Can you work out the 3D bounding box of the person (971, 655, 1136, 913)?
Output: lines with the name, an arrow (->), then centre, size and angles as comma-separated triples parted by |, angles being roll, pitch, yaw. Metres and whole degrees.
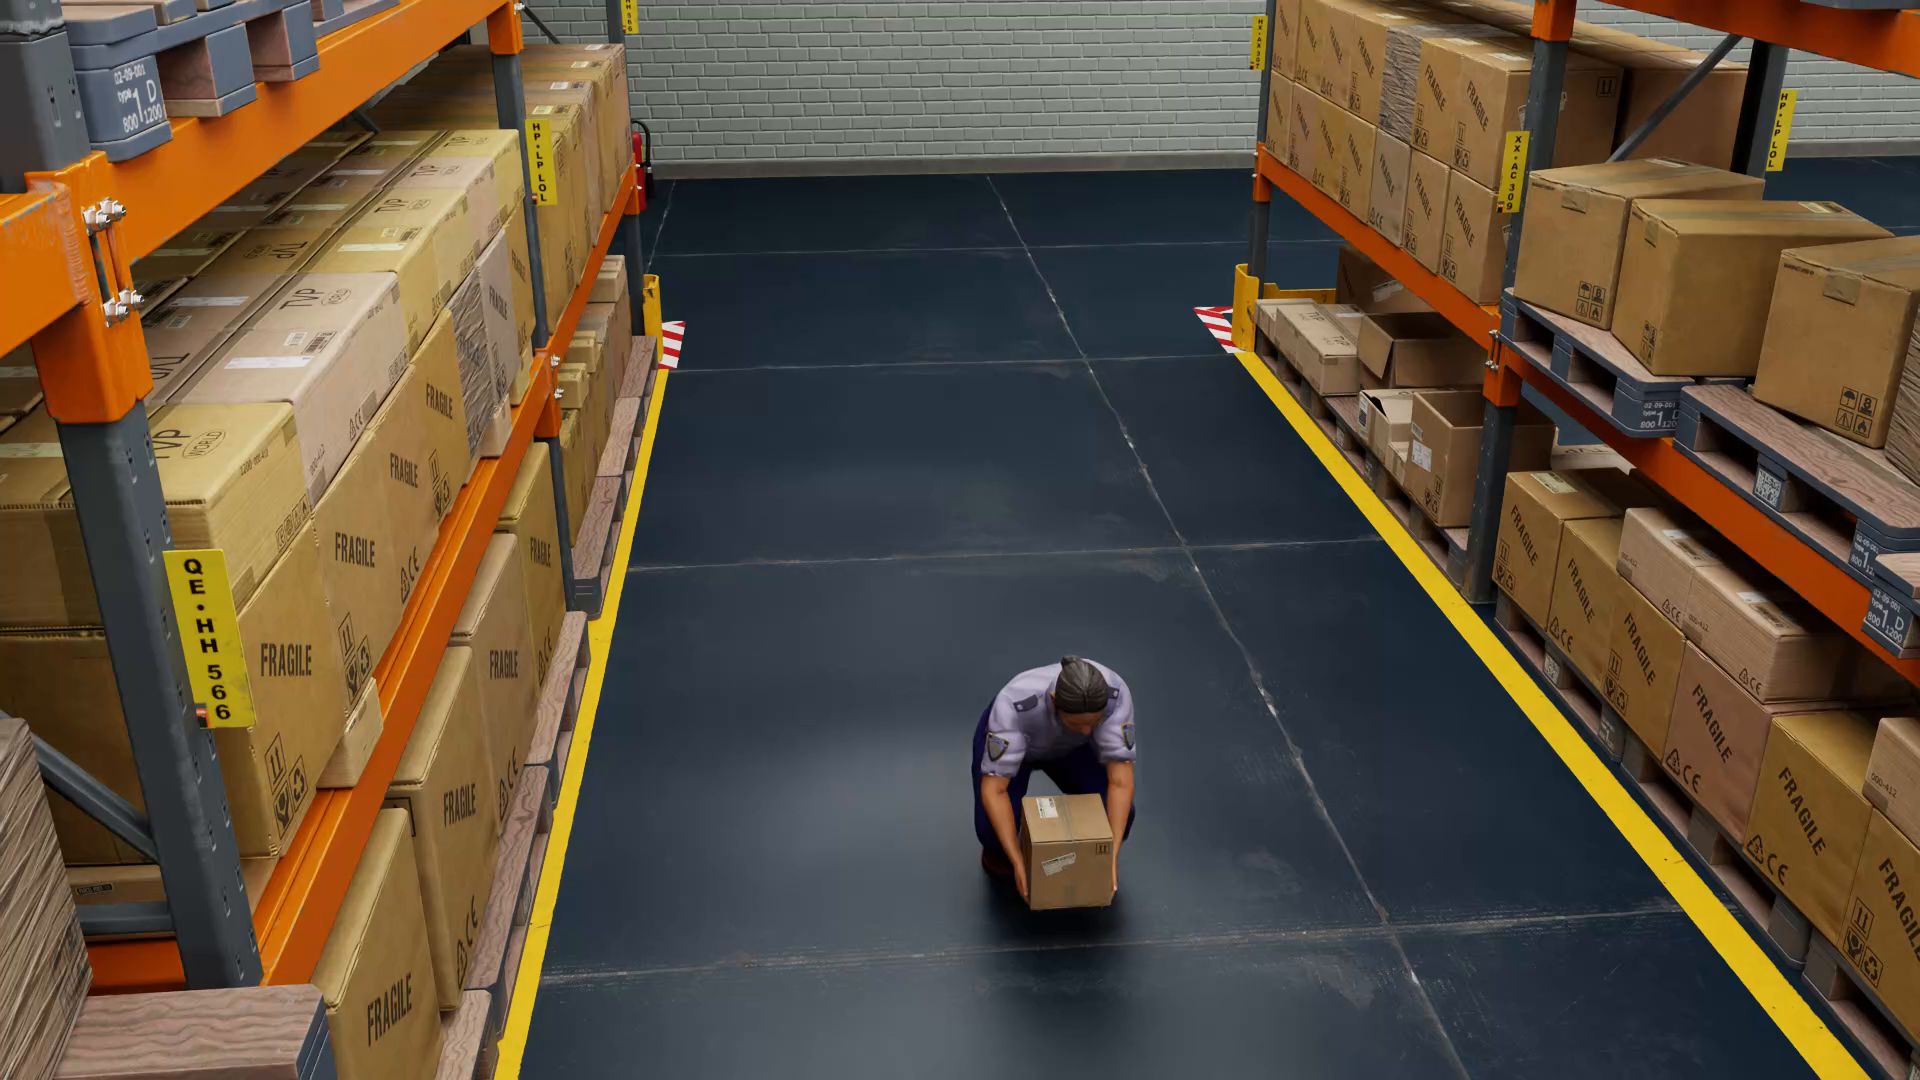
person -> 0.300, 0.713, 5.419 | 0.529, 0.926, 0.828 | -2, 24, -5
